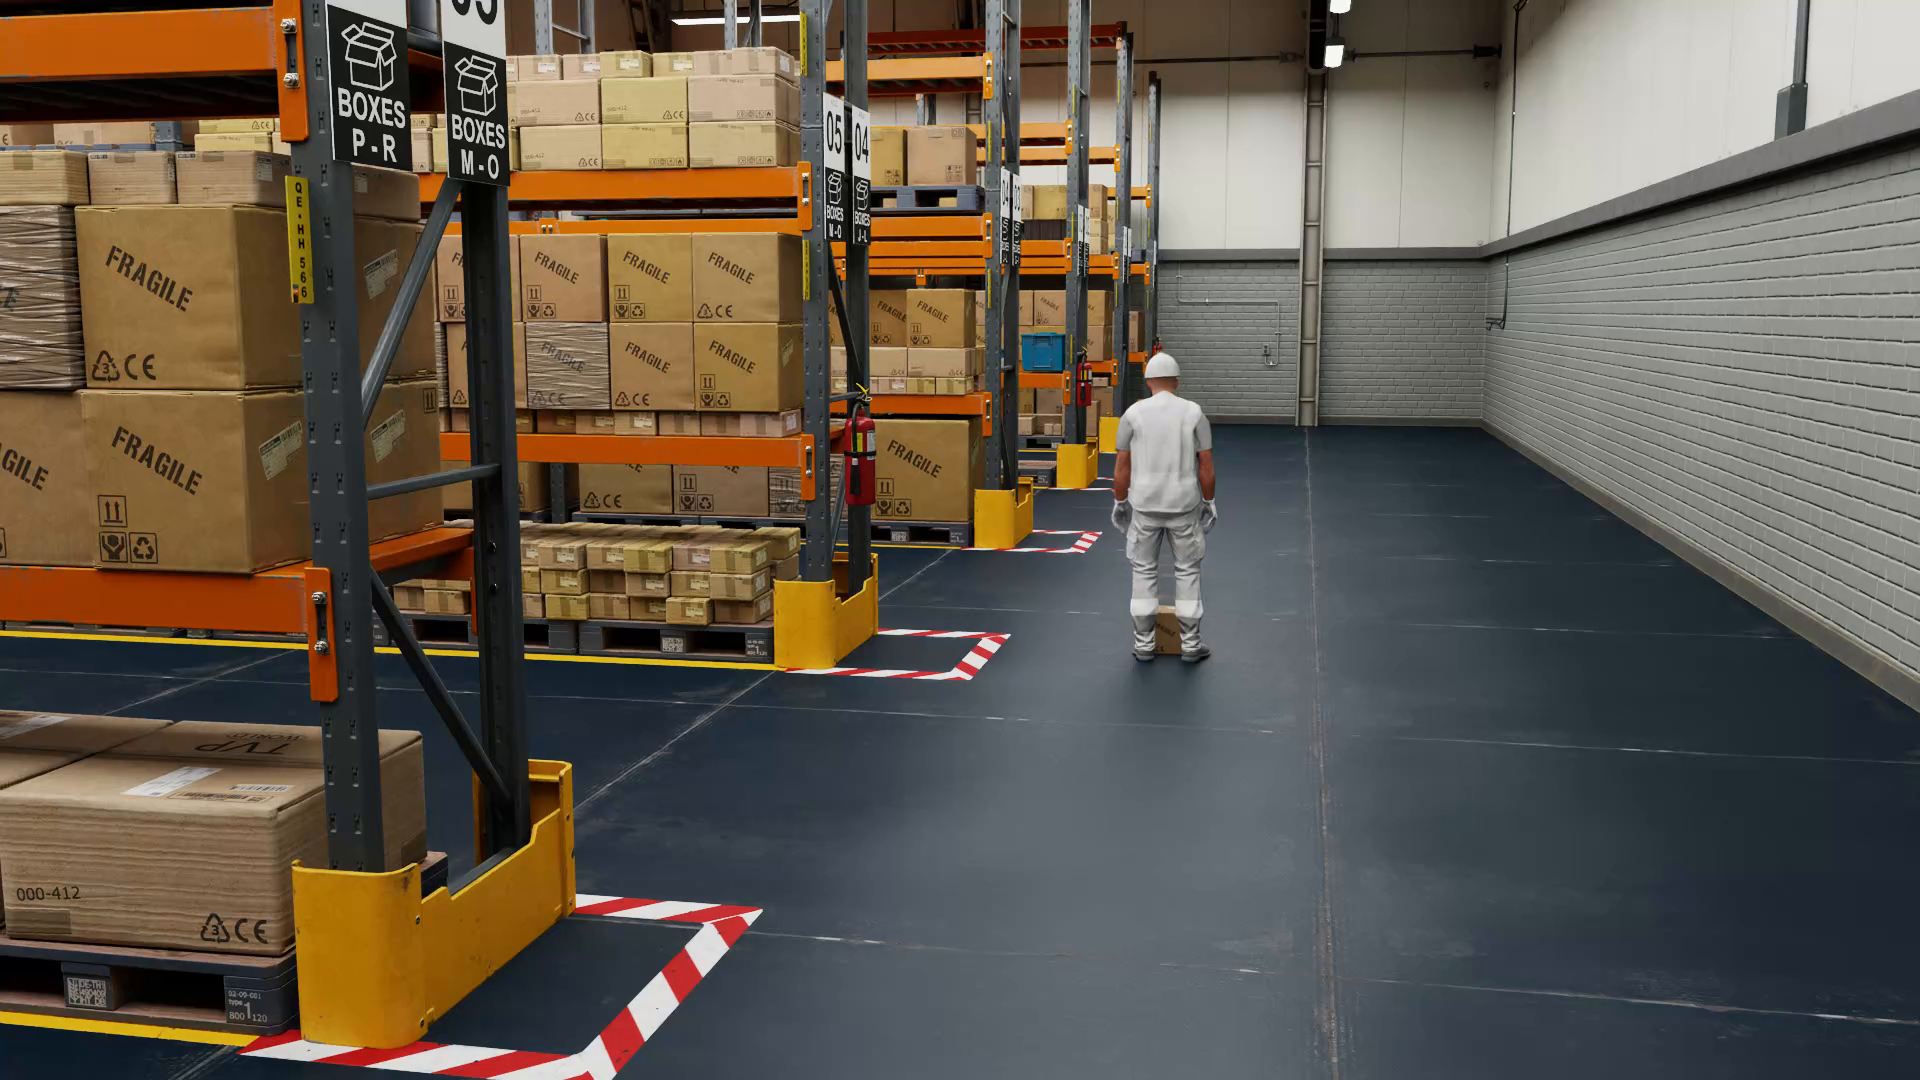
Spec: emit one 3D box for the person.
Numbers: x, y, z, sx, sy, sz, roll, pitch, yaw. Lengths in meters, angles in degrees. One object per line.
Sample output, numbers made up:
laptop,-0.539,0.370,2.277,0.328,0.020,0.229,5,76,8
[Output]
person,1.183,-0.188,9.625,0.609,1.777,0.453,1,8,8
